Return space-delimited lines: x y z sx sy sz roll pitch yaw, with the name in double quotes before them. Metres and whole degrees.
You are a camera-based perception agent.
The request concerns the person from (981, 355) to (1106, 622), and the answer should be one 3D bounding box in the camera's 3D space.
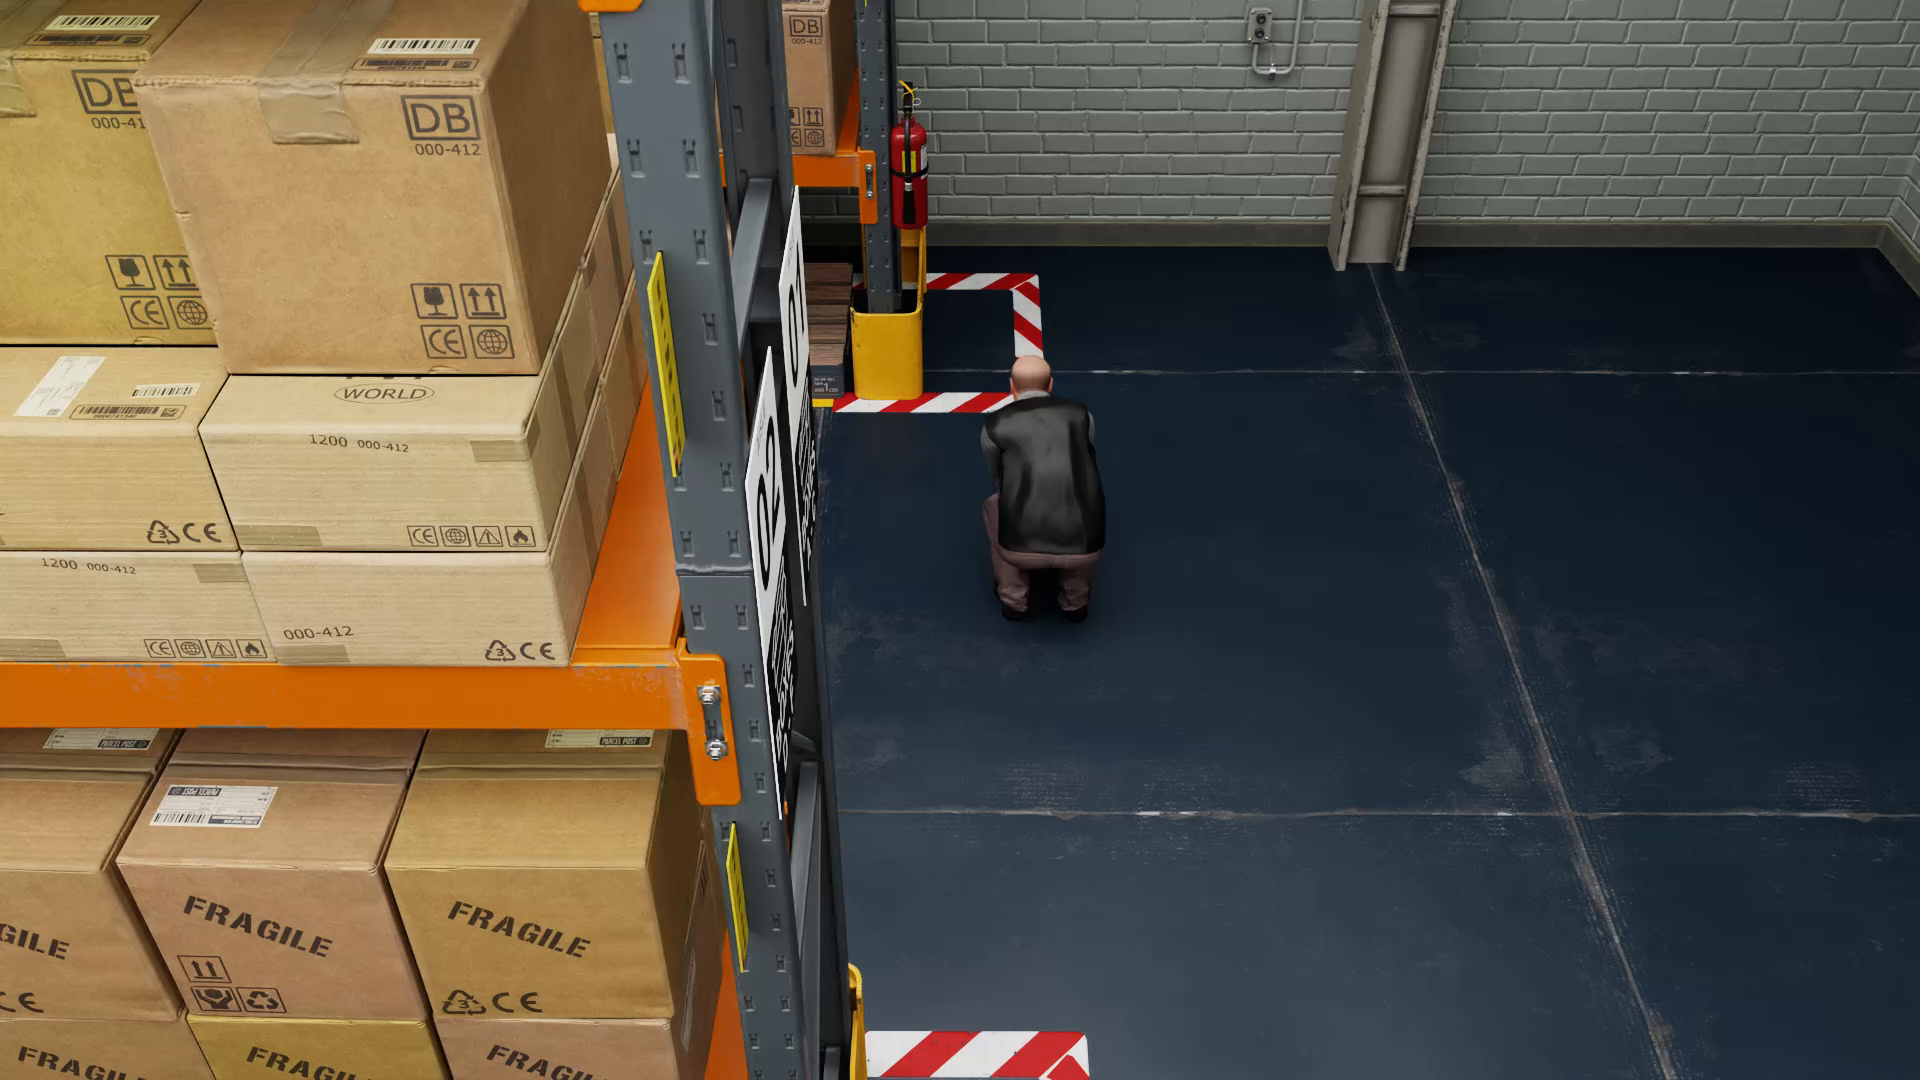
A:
"person" 0.348 -0.194 7.017 0.515 0.969 0.883 -1 39 -1
